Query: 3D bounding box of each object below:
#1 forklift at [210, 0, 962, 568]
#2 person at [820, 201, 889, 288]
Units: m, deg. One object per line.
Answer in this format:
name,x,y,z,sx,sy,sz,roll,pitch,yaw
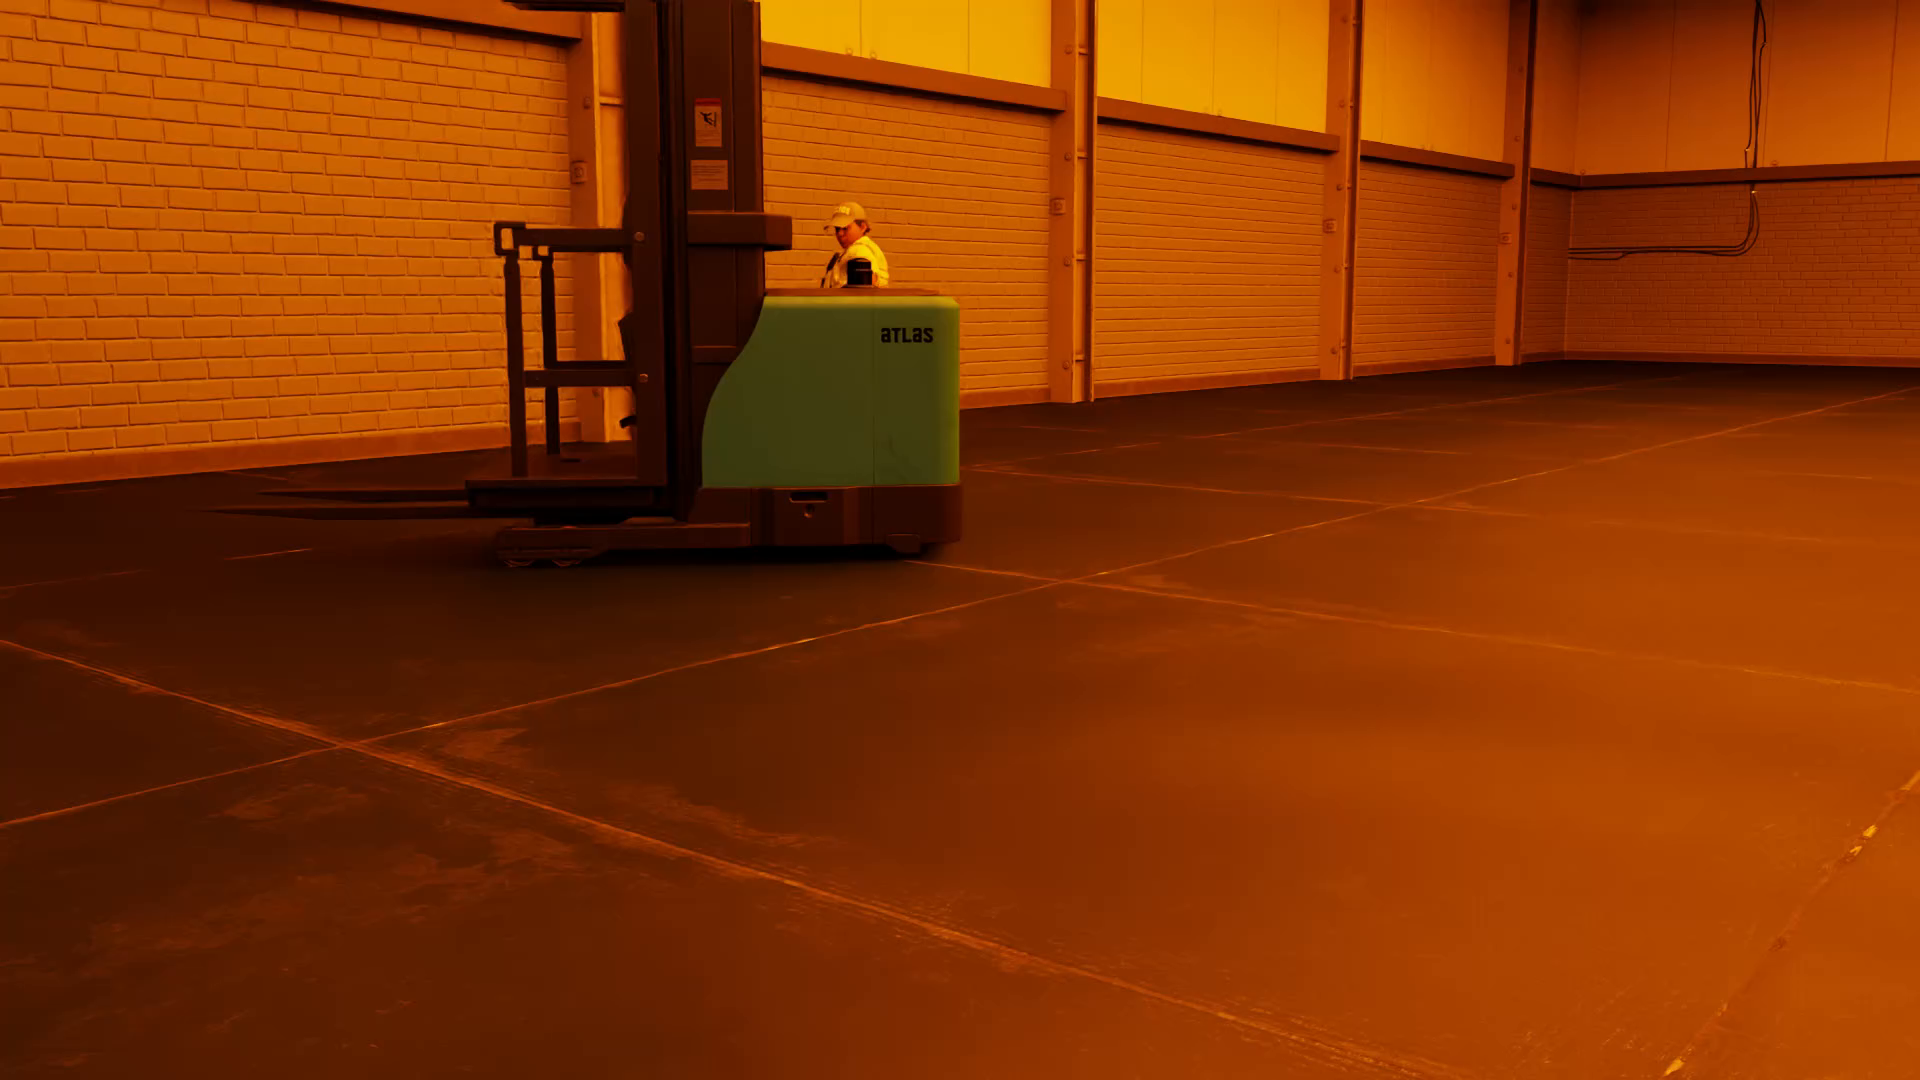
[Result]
forklift,-1.542,-1.420,6.983,3.031,2.935,1.130,-1,8,-6
person,-0.582,-1.060,9.316,0.712,1.648,0.610,6,10,34
